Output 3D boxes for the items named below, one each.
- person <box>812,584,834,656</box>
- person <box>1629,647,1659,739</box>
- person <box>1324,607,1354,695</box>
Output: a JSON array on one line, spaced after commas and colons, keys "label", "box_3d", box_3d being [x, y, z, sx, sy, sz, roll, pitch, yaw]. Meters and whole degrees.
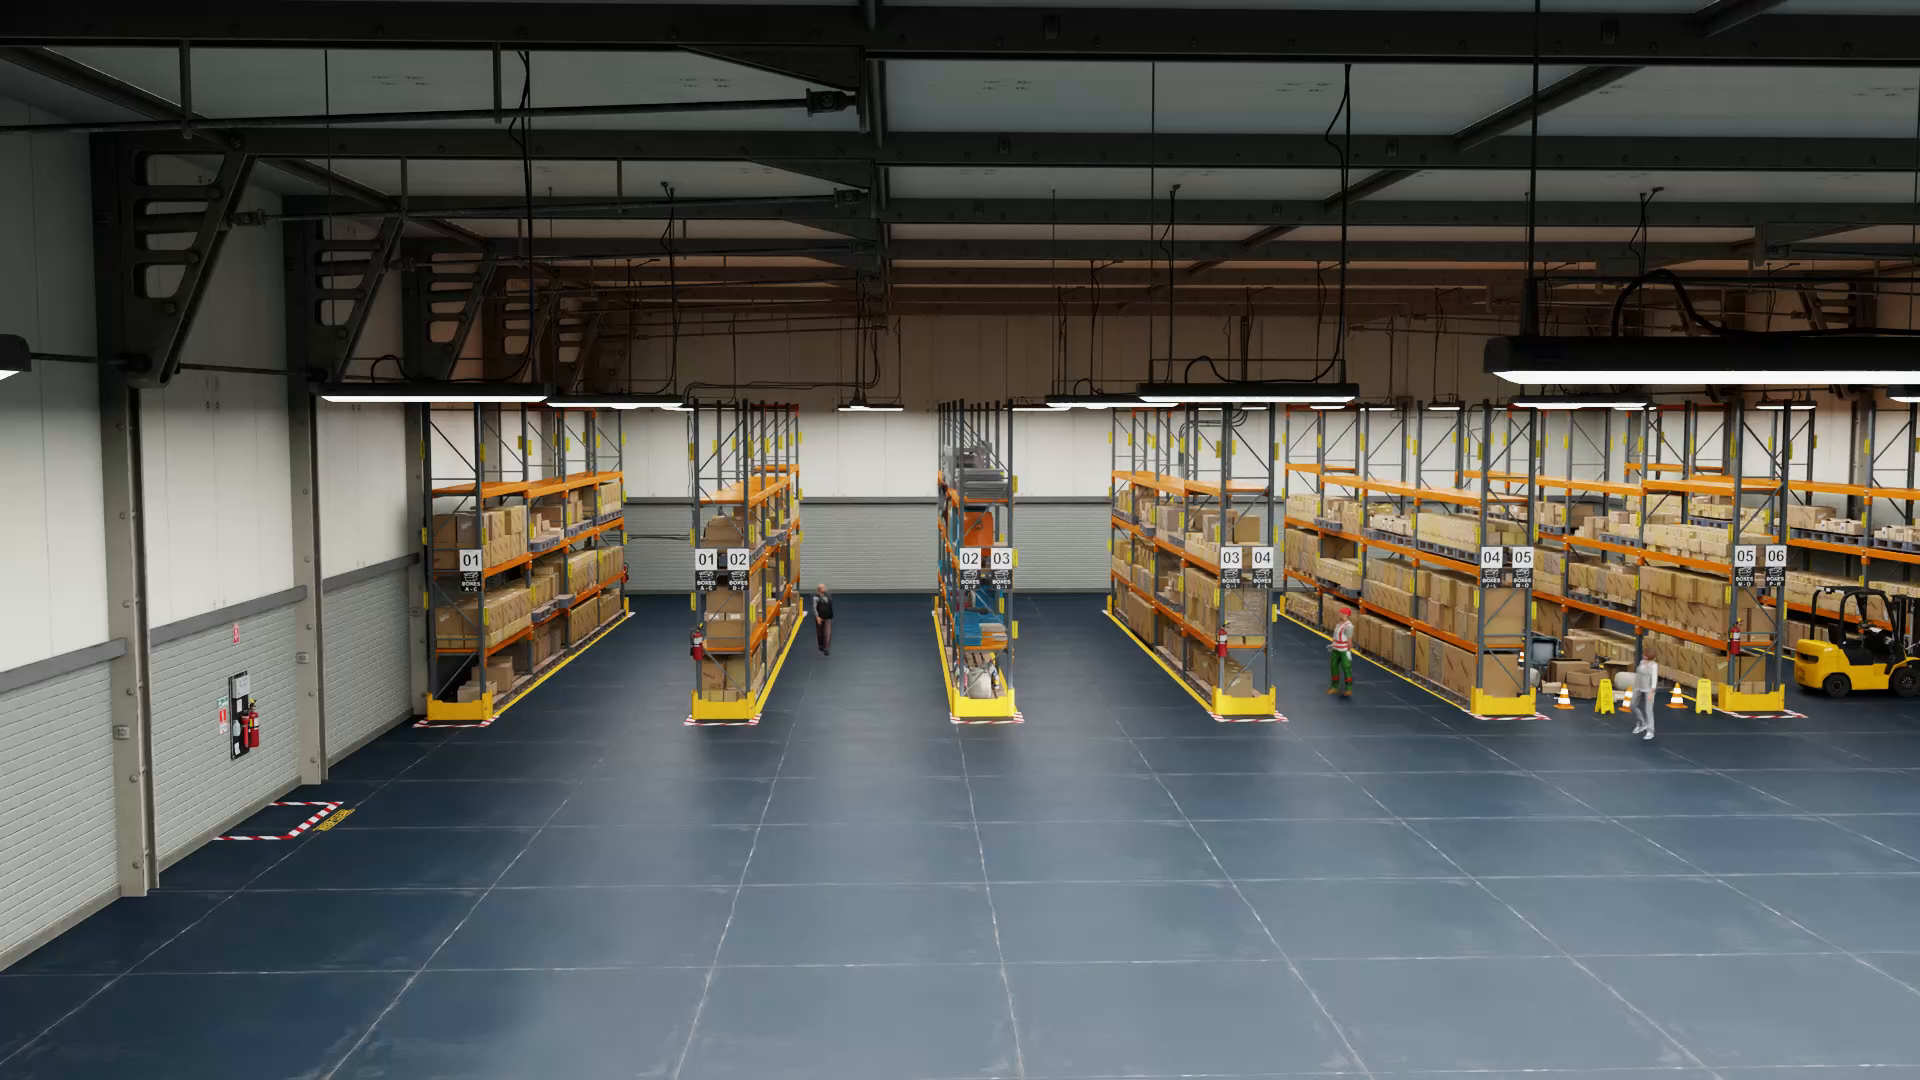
[{"label": "person", "box_3d": [-3.233, 1.881, 39.253, 0.490, 1.675, 1.026, 0, 4, 1]}, {"label": "person", "box_3d": [12.108, 2.684, 29.403, 0.383, 1.601, 0.510, -3, 5, -30]}, {"label": "person", "box_3d": [7.706, 2.255, 33.810, 0.435, 1.811, 0.743, -2, 5, -27]}]
